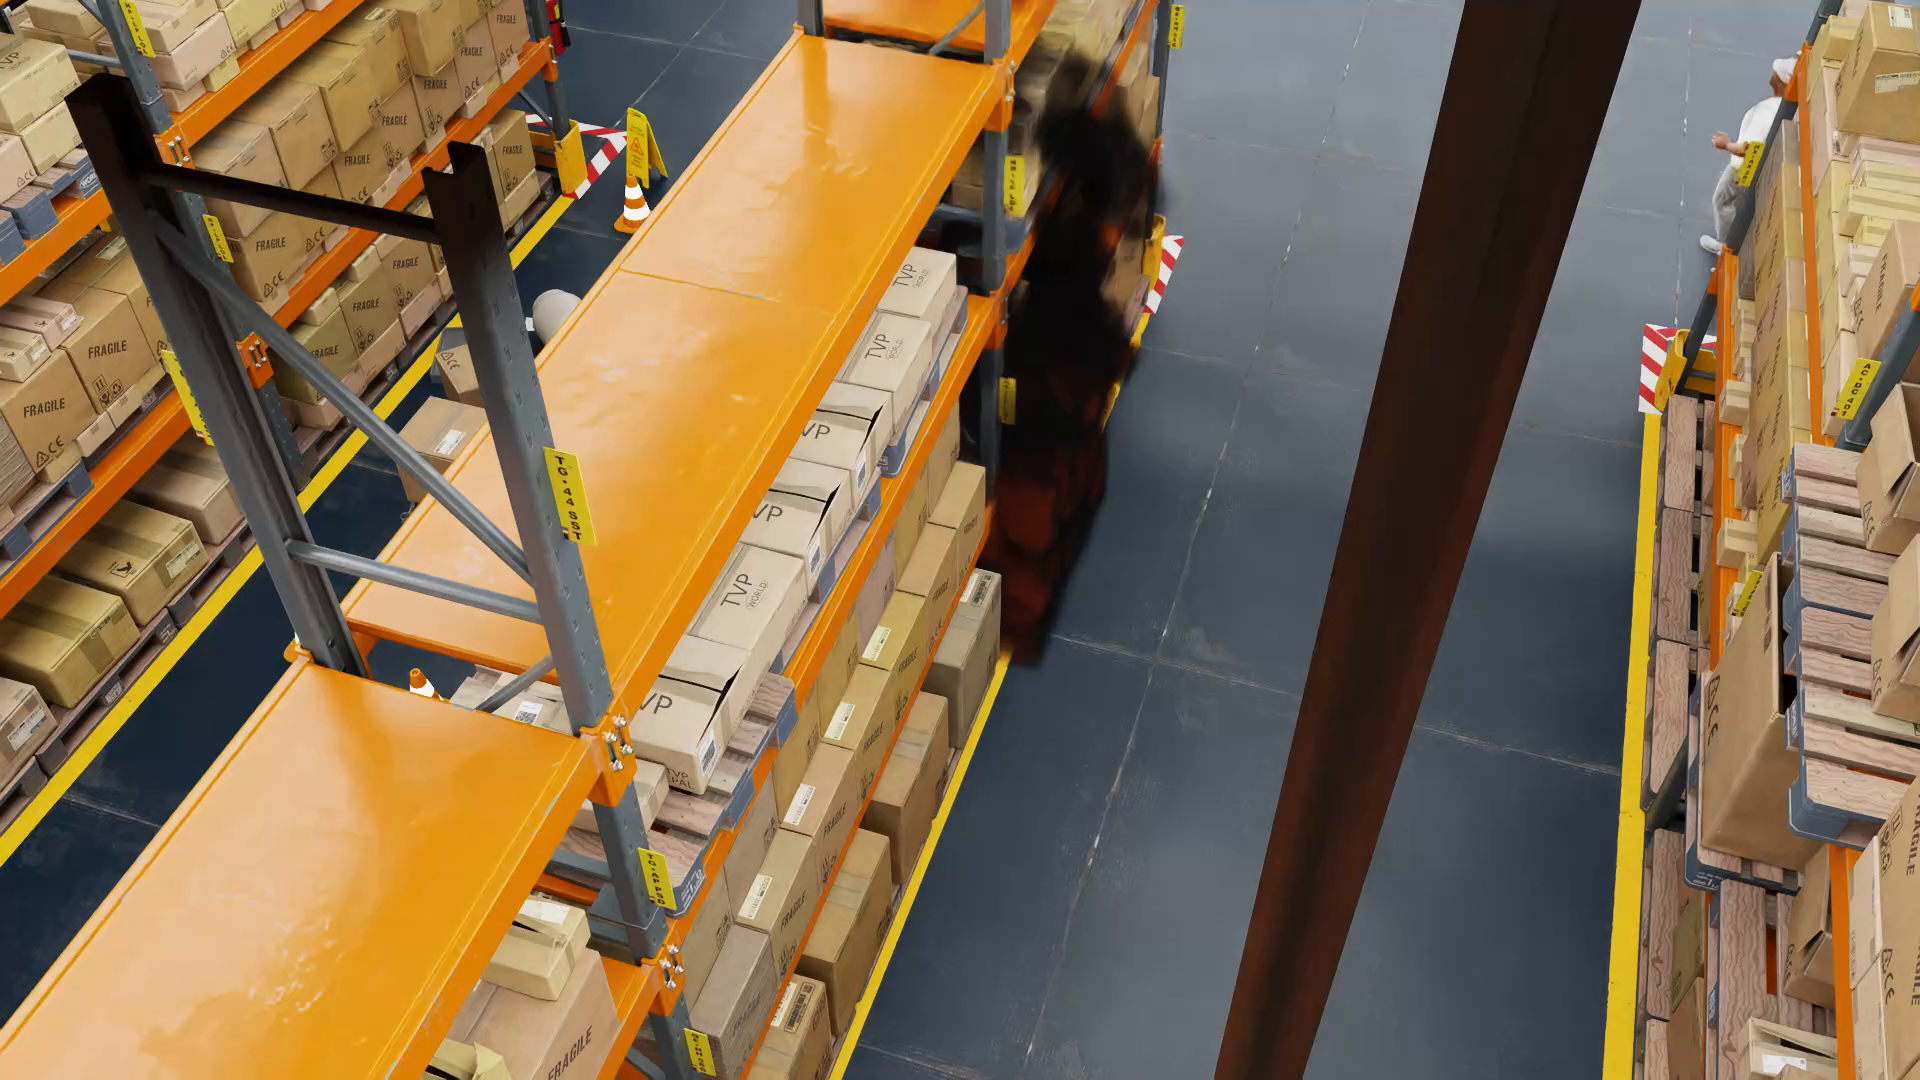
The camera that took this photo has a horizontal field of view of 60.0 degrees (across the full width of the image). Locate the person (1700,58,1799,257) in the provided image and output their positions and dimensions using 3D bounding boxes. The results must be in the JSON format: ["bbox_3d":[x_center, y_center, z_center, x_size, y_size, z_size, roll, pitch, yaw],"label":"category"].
[{"bbox_3d":[6.107,-2.929,12.796,0.722,1.726,0.581,-24,50,-22],"label":"person"}]
